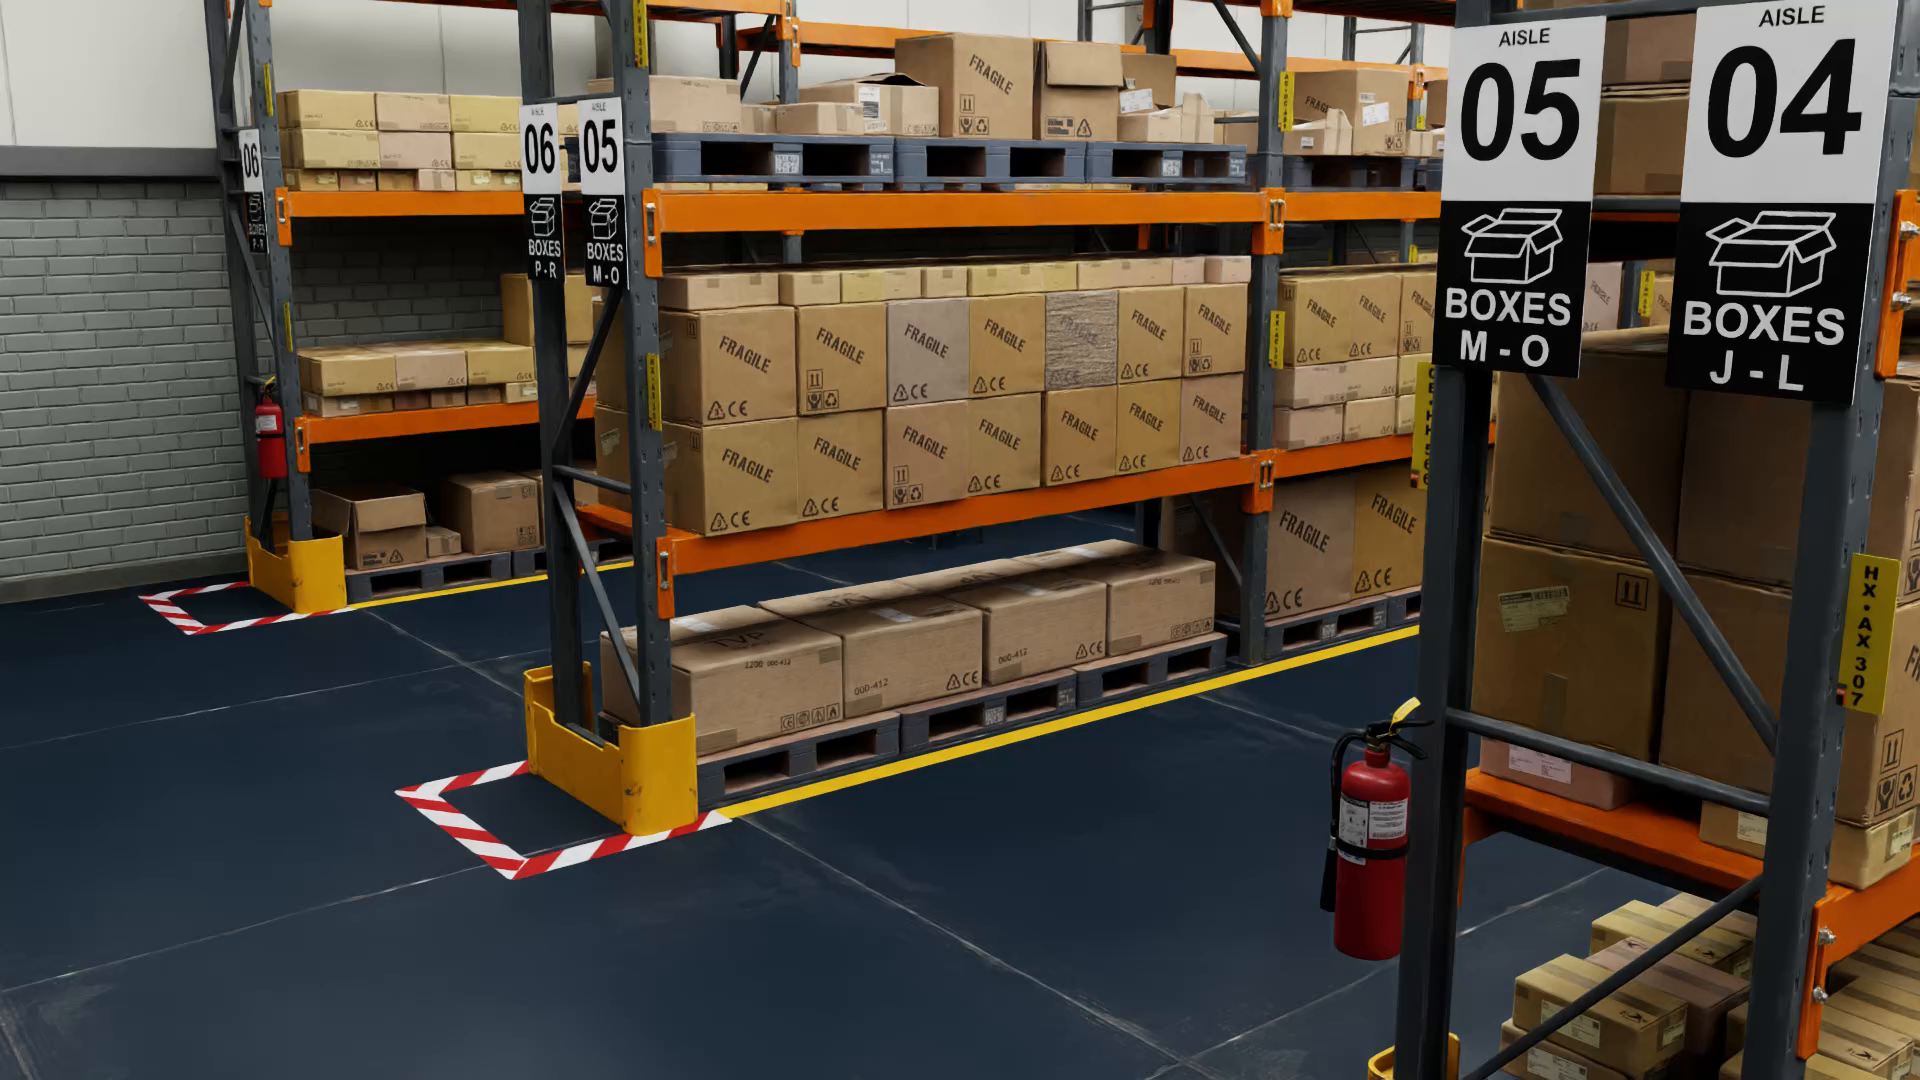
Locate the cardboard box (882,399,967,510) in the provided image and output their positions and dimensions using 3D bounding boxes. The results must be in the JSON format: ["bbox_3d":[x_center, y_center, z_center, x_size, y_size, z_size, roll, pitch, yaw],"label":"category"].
[{"bbox_3d":[-0.310,-0.459,8.329,0.500,0.500,0.500,-10,15,-38],"label":"cardboard box"}]

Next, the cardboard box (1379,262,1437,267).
[{"bbox_3d":[3.264,-1.682,11.682,0.500,0.500,0.500,-9,15,-36],"label":"cardboard box"}]

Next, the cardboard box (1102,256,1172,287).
[{"bbox_3d":[0.957,-1.497,9.246,0.250,0.149,0.380,-9,15,-38],"label":"cardboard box"}]

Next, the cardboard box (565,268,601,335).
[{"bbox_3d":[-2.960,-1.874,13.071,0.500,0.500,0.500,-10,16,-39],"label":"cardboard box"}]

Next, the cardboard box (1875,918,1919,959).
[{"bbox_3d":[2.924,1.266,4.863,0.250,0.149,0.380,-9,15,-35],"label":"cardboard box"}]

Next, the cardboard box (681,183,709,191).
[{"bbox_3d":[-2.135,-2.770,12.835,0.250,0.149,0.380,-9,15,-36],"label":"cardboard box"}]

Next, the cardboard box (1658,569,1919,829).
[{"bbox_3d":[2.044,0.321,3.940,0.500,0.500,0.500,-9,15,-35],"label":"cardboard box"}]

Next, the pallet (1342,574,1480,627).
[{"bbox_3d":[2.982,0.312,11.650,1.213,0.211,1.003,-9,15,-38],"label":"pallet"}]

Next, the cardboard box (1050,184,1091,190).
[{"bbox_3d":[0.852,-3.326,15.212,0.500,0.250,0.500,-9,15,-37],"label":"cardboard box"}]

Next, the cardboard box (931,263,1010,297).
[{"bbox_3d":[0.037,-1.312,8.377,0.250,0.149,0.380,-10,16,-39],"label":"cardboard box"}]

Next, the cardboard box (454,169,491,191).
[{"bbox_3d":[-3.502,-2.533,11.722,0.250,0.149,0.380,-9,15,-38],"label":"cardboard box"}]

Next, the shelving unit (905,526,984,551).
[{"bbox_3d":[-0.129,-1.006,13.310,0.503,2.100,0.431,-9,15,-38],"label":"shelving unit"}]

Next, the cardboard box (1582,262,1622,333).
[{"bbox_3d":[4.356,-1.728,11.896,0.500,0.500,0.500,-10,16,-39],"label":"cardboard box"}]

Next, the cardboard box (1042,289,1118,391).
[{"bbox_3d":[0.484,-1.080,8.846,0.500,0.500,0.500,-9,15,-37],"label":"cardboard box"}]

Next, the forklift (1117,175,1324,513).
[{"bbox_3d":[2.606,-1.867,15.363,3.031,2.935,1.130,-9,15,-38],"label":"forklift"}]

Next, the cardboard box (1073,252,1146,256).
[{"bbox_3d":[0.874,-1.601,9.737,0.250,0.149,0.380,-9,15,-37],"label":"cardboard box"}]

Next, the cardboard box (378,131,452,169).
[{"bbox_3d":[-3.853,-2.688,11.488,0.500,0.250,0.500,-9,15,-37],"label":"cardboard box"}]

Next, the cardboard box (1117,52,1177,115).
[{"bbox_3d":[0.883,-2.509,9.507,0.500,0.500,0.500,-9,15,-37],"label":"cardboard box"}]

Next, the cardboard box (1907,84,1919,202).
[{"bbox_3d":[2.031,-0.882,3.701,0.500,0.250,0.500,-9,15,-36],"label":"cardboard box"}]

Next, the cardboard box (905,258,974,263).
[{"bbox_3d":[-0.137,-1.442,8.989,0.250,0.149,0.380,-9,15,-37],"label":"cardboard box"}]

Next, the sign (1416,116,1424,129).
[{"bbox_3d":[4.963,-4.410,17.953,0.005,0.325,0.100,-9,15,-38],"label":"sign"}]

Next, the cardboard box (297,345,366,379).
[{"bbox_3d":[-4.561,-1.241,11.895,0.500,0.250,0.500,-9,15,-36],"label":"cardboard box"}]

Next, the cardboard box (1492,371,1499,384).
[{"bbox_3d":[3.592,-1.230,11.355,0.500,0.250,0.500,-10,16,-39],"label":"cardboard box"}]

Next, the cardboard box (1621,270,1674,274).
[{"bbox_3d":[5.568,-1.938,13.565,0.500,0.500,0.500,-11,16,-41],"label":"cardboard box"}]

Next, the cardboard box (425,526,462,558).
[{"bbox_3d":[-3.861,0.010,12.210,0.250,0.149,0.380,-10,16,-40],"label":"cardboard box"}]

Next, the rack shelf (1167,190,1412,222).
[{"bbox_3d":[3.054,-3.479,17.301,4.000,0.370,1.077,-9,15,-38],"label":"rack shelf"}]

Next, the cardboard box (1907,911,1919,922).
[{"bbox_3d":[3.173,1.222,5.789,0.250,0.149,0.380,-10,15,-38],"label":"cardboard box"}]

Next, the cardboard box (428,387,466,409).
[{"bbox_3d":[-3.737,-1.044,11.930,0.250,0.149,0.380,-9,15,-36],"label":"cardboard box"}]

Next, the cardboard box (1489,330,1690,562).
[{"bbox_3d":[1.723,-0.255,4.243,0.500,0.500,0.500,-10,15,-39],"label":"cardboard box"}]

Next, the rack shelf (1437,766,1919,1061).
[{"bbox_3d":[3.083,0.621,5.215,4.000,0.370,1.077,-9,15,-38],"label":"rack shelf"}]

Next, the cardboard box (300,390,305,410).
[{"bbox_3d":[-4.663,-1.029,11.860,0.250,0.149,0.380,-10,15,-38],"label":"cardboard box"}]

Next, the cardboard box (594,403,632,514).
[{"bbox_3d":[-1.439,-0.416,8.124,0.500,0.500,0.500,-9,15,-37],"label":"cardboard box"}]

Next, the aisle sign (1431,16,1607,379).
[{"bbox_3d":[1.276,-0.782,3.833,0.004,0.787,0.394,-9,15,-38],"label":"aisle sign"}]

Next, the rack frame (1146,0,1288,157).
[{"bbox_3d":[1.473,-3.715,9.459,0.127,3.000,1.000,-9,15,-38],"label":"rack frame"}]

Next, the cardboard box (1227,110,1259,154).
[{"bbox_3d":[2.030,-2.558,10.435,0.500,0.311,0.500,-9,15,-38],"label":"cardboard box"}]

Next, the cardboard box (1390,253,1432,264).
[{"bbox_3d":[5.050,-3.128,18.619,0.250,0.149,0.380,-9,15,-37],"label":"cardboard box"}]

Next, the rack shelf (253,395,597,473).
[{"bbox_3d":[-3.192,-0.973,12.723,4.000,0.370,1.077,-9,15,-38],"label":"rack shelf"}]

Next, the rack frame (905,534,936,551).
[{"bbox_3d":[-0.320,-0.974,13.160,0.015,2.100,0.400,-9,15,-38],"label":"rack frame"}]

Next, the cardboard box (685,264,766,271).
[{"bbox_3d":[-1.163,-1.280,8.224,0.250,0.149,0.380,-10,15,-38],"label":"cardboard box"}]

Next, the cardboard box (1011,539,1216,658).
[{"bbox_3d":[0.916,0.332,10.003,0.875,0.438,0.875,-10,15,-38],"label":"cardboard box"}]

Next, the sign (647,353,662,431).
[{"bbox_3d":[-1.308,-0.633,7.112,0.005,0.325,0.100,-9,15,-38],"label":"sign"}]

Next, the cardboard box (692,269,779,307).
[{"bbox_3d":[-1.040,-1.163,7.676,0.250,0.149,0.380,-9,15,-36],"label":"cardboard box"}]

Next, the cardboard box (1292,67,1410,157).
[{"bbox_3d":[2.342,-2.569,10.033,0.500,0.500,0.500,-10,15,-39],"label":"cardboard box"}]

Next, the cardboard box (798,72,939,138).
[{"bbox_3d":[-0.450,-2.125,8.158,0.500,0.311,0.500,-9,15,-37],"label":"cardboard box"}]

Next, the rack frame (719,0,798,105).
[{"bbox_3d":[-1.631,-4.519,13.248,0.127,3.000,1.000,-9,15,-38],"label":"rack frame"}]

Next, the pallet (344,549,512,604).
[{"bbox_3d":[-4.073,0.185,12.251,1.213,0.211,1.003,-9,15,-38],"label":"pallet"}]

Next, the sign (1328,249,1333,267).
[{"bbox_3d":[4.268,-3.175,19.084,0.005,0.325,0.100,-9,15,-38],"label":"sign"}]

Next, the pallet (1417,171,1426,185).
[{"bbox_3d":[5.266,-4.162,18.998,1.213,0.211,1.003,-9,15,-38],"label":"pallet"}]

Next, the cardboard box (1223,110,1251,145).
[{"bbox_3d":[2.542,-4.011,16.581,0.500,0.500,0.700,-10,15,-39],"label":"cardboard box"}]

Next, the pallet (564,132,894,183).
[{"bbox_3d":[-1.078,-1.783,7.796,1.213,0.211,1.003,-9,15,-38],"label":"pallet"}]

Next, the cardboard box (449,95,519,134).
[{"bbox_3d":[-3.458,-2.997,11.741,0.500,0.250,0.500,-10,15,-39],"label":"cardboard box"}]

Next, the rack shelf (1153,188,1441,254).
[{"bbox_3d":[3.035,-2.155,11.067,4.000,0.370,1.077,-9,15,-38],"label":"rack shelf"}]

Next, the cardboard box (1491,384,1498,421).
[{"bbox_3d":[3.571,-0.987,11.415,0.500,0.250,0.500,-10,15,-38],"label":"cardboard box"}]

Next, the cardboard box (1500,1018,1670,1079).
[{"bbox_3d":[1.755,1.457,4.680,0.250,0.149,0.380,-10,16,-39],"label":"cardboard box"}]

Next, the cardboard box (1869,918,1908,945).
[{"bbox_3d":[2.823,1.156,5.384,0.250,0.149,0.380,-10,16,-40],"label":"cardboard box"}]
